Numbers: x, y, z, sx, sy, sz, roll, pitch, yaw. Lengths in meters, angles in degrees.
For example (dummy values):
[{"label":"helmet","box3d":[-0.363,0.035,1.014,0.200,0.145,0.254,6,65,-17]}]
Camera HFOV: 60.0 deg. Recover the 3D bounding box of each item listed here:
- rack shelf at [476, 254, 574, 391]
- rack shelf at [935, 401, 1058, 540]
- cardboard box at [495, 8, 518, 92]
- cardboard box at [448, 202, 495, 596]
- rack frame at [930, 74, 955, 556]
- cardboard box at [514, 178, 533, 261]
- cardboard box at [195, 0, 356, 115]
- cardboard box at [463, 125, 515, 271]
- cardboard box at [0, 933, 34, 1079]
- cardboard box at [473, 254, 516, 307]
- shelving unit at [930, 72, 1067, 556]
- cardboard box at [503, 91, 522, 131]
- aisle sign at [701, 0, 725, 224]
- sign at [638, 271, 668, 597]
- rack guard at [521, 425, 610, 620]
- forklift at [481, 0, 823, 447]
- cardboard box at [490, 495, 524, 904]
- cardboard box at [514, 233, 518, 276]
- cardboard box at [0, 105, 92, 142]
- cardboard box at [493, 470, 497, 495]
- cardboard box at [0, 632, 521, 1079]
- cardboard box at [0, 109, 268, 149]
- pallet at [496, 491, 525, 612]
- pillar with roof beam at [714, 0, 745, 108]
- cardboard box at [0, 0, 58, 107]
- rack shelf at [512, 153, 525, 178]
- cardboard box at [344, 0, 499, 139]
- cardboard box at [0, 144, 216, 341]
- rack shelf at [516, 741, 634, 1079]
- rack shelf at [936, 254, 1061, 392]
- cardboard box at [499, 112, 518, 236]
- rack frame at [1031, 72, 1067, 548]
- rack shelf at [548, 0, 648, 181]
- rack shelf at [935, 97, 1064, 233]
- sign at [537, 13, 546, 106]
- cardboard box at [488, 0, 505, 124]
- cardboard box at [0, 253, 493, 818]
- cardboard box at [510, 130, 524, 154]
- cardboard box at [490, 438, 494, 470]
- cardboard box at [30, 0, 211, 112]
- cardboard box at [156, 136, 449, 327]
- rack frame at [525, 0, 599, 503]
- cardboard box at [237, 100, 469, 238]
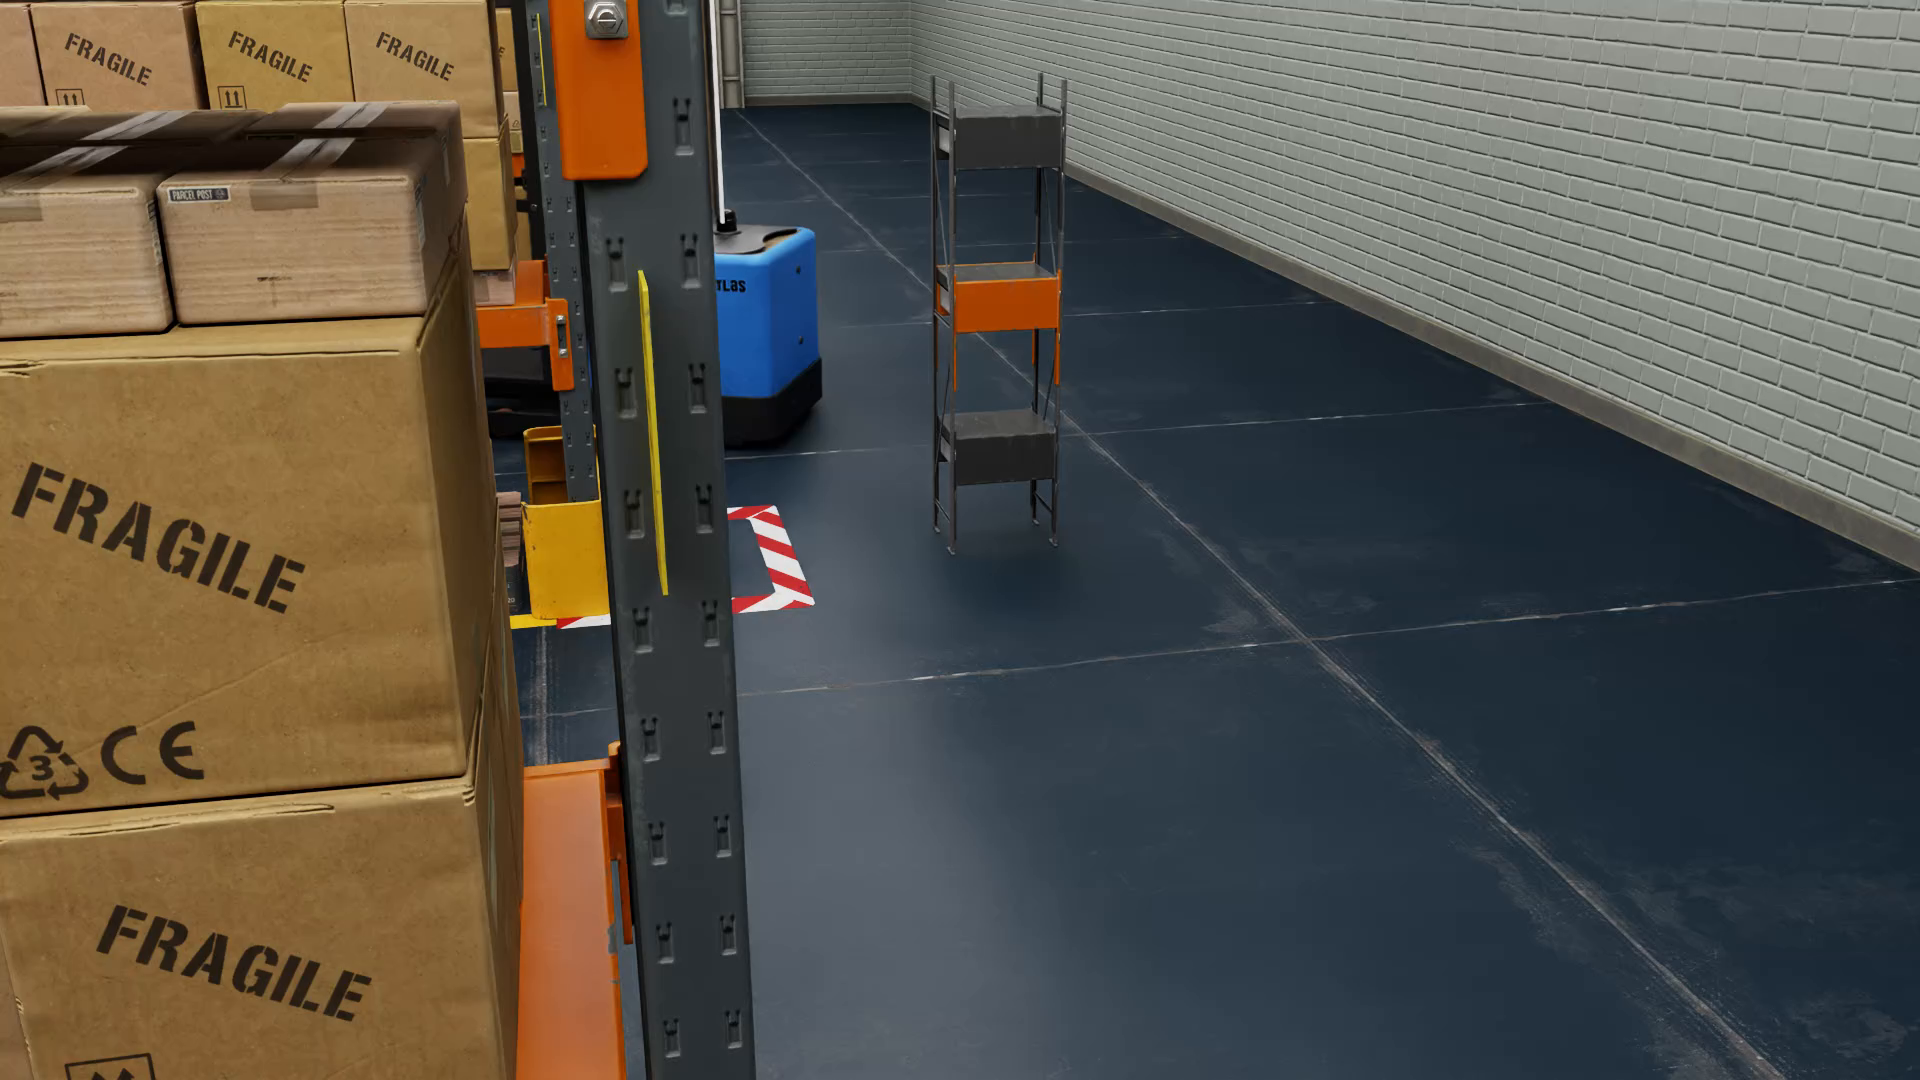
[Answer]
[{"label":"rack shelf","box3d":[-3.614,-0.790,6.657,4.000,0.370,1.077,-5,21,-12]},{"label":"rack shelf","box3d":[0.161,-0.329,7.735,0.480,0.518,0.431,-5,21,-12]},{"label":"cardboard box","box3d":[-3.124,-3.249,11.019,0.500,0.500,0.500,-4,21,-12]},{"label":"cardboard box","box3d":[-0.962,-0.211,2.431,0.500,0.500,0.500,-5,21,-14]},{"label":"rack frame","box3d":[-0.076,-0.980,7.436,0.015,2.100,0.400,-5,21,-12]},{"label":"cardboard box","box3d":[-3.315,-2.077,11.601,0.875,0.875,0.875,-5,21,-12]},{"label":"cardboard box","box3d":[-2.548,-1.783,6.289,0.500,0.500,0.500,-5,21,-14]},{"label":"cardboard box","box3d":[-2.045,-1.351,6.564,0.500,0.500,0.500,-4,21,-11]},{"label":"cardboard box","box3d":[-1.330,0.477,2.006,0.500,0.500,0.500,-5,21,-14]},{"label":"cardboard box","box3d":[-1.919,-1.048,6.679,0.250,0.149,0.380,-5,21,-12]},{"label":"shelving unit","box3d":[0.161,-0.999,7.489,0.503,2.100,0.431,-5,21,-12]},{"label":"cardboard box","box3d":[-3.121,-2.897,11.147,0.500,0.250,0.500,-5,21,-13]},{"label":"aisle sign","box3d":[-0.288,-0.760,1.749,0.004,0.787,0.394,-5,21,-12]},{"label":"sign","box3d":[-0.318,-0.109,1.725,0.005,0.325,0.100,-5,21,-12]},{"label":"rack guard","box3d":[-1.741,-0.106,7.378,0.348,0.500,1.175,-5,21,-12]},{"label":"forklift","box3d":[-2.392,-2.126,9.357,3.031,2.935,1.130,4,21,11]},{"label":"cardboard box","box3d":[-0.963,0.258,2.605,0.500,0.500,0.500,-5,21,-13]},{"label":"cardboard box","box3d":[-2.058,-1.252,7.238,0.250,0.149,0.380,-5,21,-13]},{"label":"cardboard box","box3d":[-1.357,-0.496,2.266,0.250,0.149,0.380,-4,20,-11]},{"label":"cardboard box","box3d":[-2.251,-0.210,7.562,0.250,0.149,0.380,-4,21,-11]},{"label":"cardboard box","box3d":[-0.838,0.443,2.100,0.500,0.500,0.500,-5,21,-12]},{"label":"cardboard box","box3d":[-1.078,-0.478,2.217,0.250,0.149,0.380,-4,21,-11]},{"label":"pallet","box3d":[-2.540,0.082,7.285,1.213,0.211,1.003,-5,21,-12]},{"label":"pillar with roof beam","box3d":[-2.711,-9.808,21.506,0.400,9.000,9.100,-5,21,-12]},{"label":"cardboard box","box3d":[-3.566,-1.696,6.051,0.500,0.500,0.500,-5,21,-14]},{"label":"rack shelf","box3d":[-4.657,-2.458,11.211,4.000,0.370,1.077,-5,21,-12]},{"label":"cardboard box","box3d":[-2.055,-1.823,6.398,0.500,0.500,0.500,-5,21,-14]},{"label":"cardboard box","box3d":[-0.975,-0.335,1.825,0.250,0.149,0.380,-4,21,-11]},{"label":"rack shelf","box3d":[-2.376,0.859,2.155,4.000,0.370,1.077,-5,21,-12]},{"label":"rack shelf","box3d":[0.161,-0.986,7.494,0.480,0.518,0.431,-5,21,-12]},{"label":"cardboard box","box3d":[-2.168,-1.530,7.052,0.500,0.500,0.500,-4,20,-10]},{"label":"rack frame","box3d":[0.399,-1.018,7.542,0.015,2.100,0.400,-5,21,-12]},{"label":"rack shelf","box3d":[-2.376,-0.550,1.639,4.000,0.370,1.077,-5,21,-12]},{"label":"rack shelf","box3d":[0.161,-1.644,7.253,0.480,0.518,0.431,-5,21,-12]},{"label":"sign","box3d":[-1.559,-1.791,6.200,0.005,0.325,0.100,-5,21,-12]},{"label":"cardboard box","box3d":[-2.165,-1.996,6.870,0.500,0.500,0.500,-5,21,-13]},{"label":"cardboard box","box3d":[-0.844,-0.036,1.953,0.500,0.500,0.500,-4,20,-11]},{"label":"cardboard box","box3d":[-2.981,-2.698,11.184,0.250,0.149,0.380,-4,21,-11]},{"label":"cardboard box","box3d":[-2.236,-0.329,7.453,0.250,0.149,0.380,-4,20,-10]},{"label":"cardboard box","box3d":[-3.052,-1.739,6.168,0.500,0.500,0.500,-4,20,-10]},{"label":"cardboard box","box3d":[-0.733,-0.363,1.902,0.250,0.149,0.380,-4,21,-12]},{"label":"rack frame","box3d":[-1.667,-1.286,6.965,0.127,3.000,1.000,-5,21,-12]},{"label":"cardboard box","box3d":[-0.839,-0.523,2.339,0.250,0.149,0.380,-4,21,-11]}]
